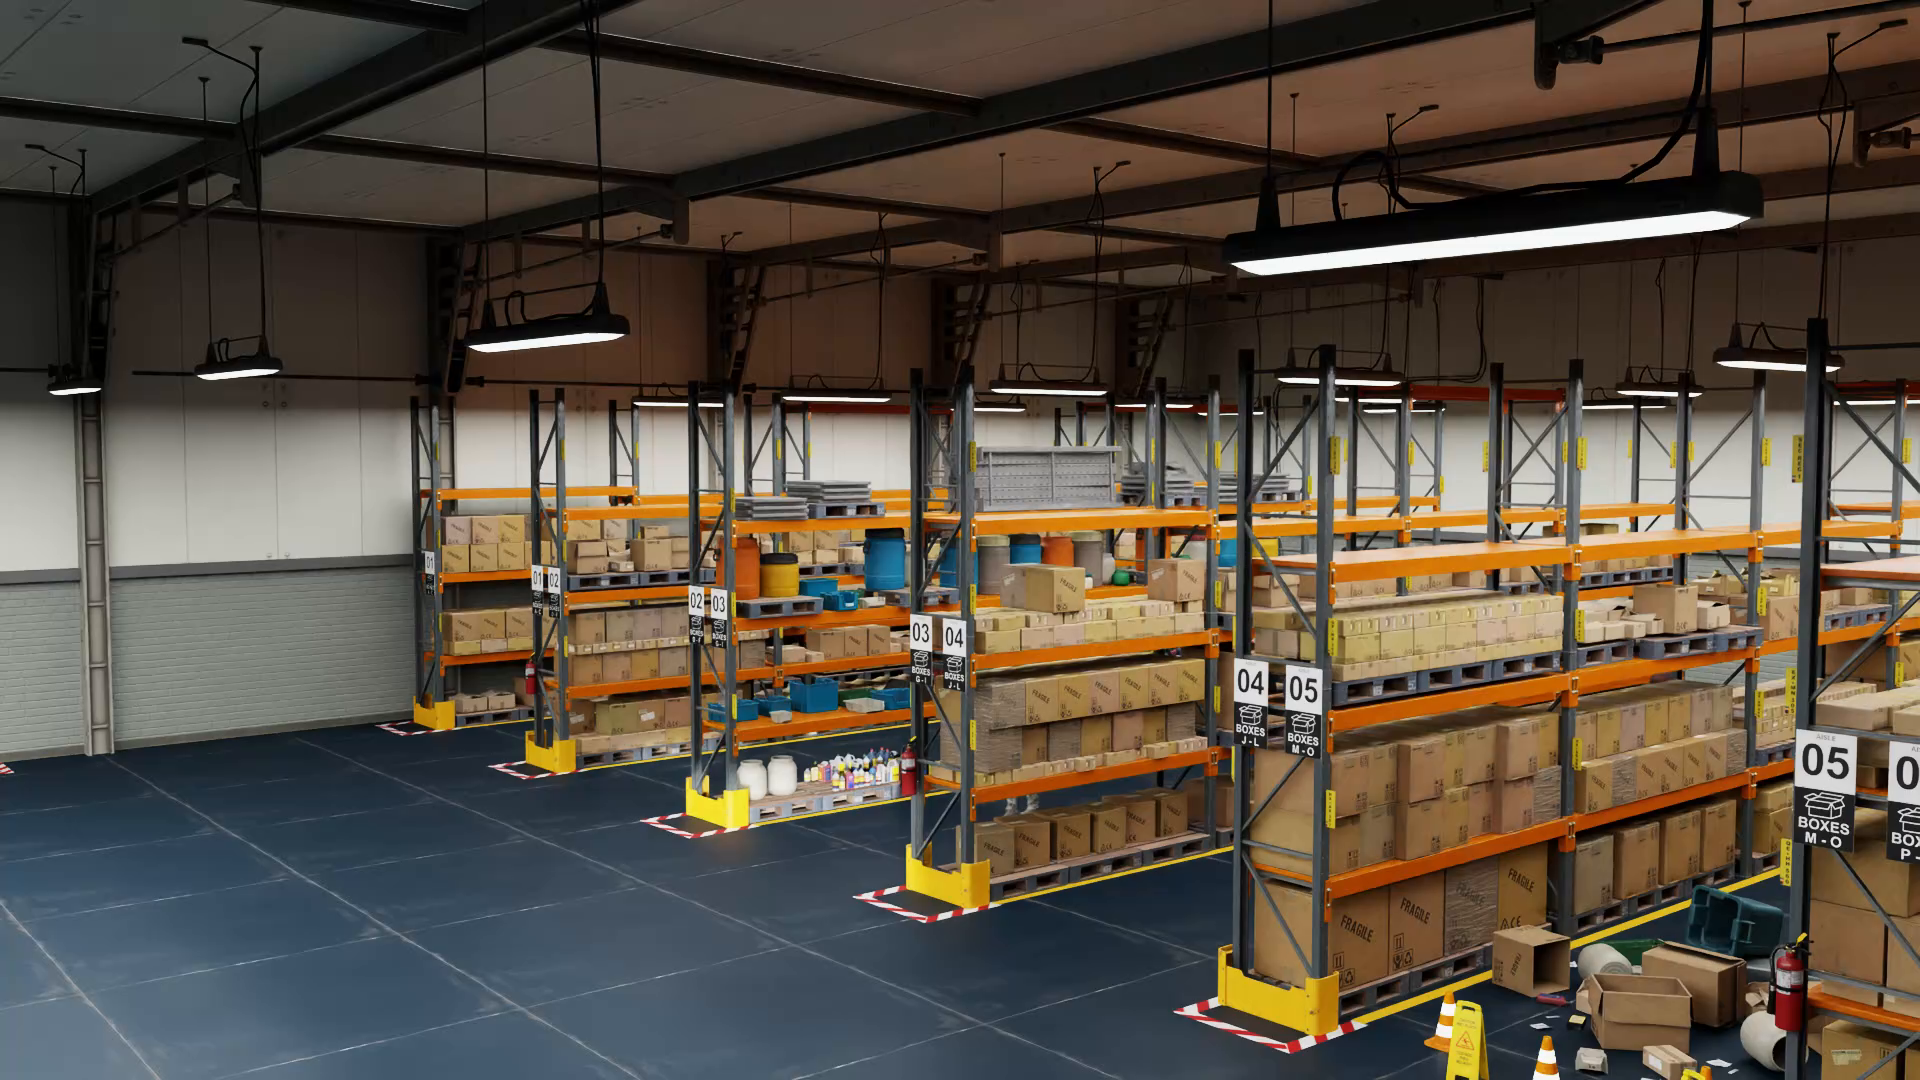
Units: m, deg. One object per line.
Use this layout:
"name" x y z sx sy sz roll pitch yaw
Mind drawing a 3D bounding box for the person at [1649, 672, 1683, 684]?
"person" 11.142 2.766 26.223 0.603 1.716 0.615 -3 5 -42

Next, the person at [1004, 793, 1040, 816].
"person" 0.840 2.947 22.870 0.538 1.841 0.607 -3 4 -37

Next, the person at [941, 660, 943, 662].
"person" -0.147 2.243 35.828 0.478 1.586 1.068 2 4 36
